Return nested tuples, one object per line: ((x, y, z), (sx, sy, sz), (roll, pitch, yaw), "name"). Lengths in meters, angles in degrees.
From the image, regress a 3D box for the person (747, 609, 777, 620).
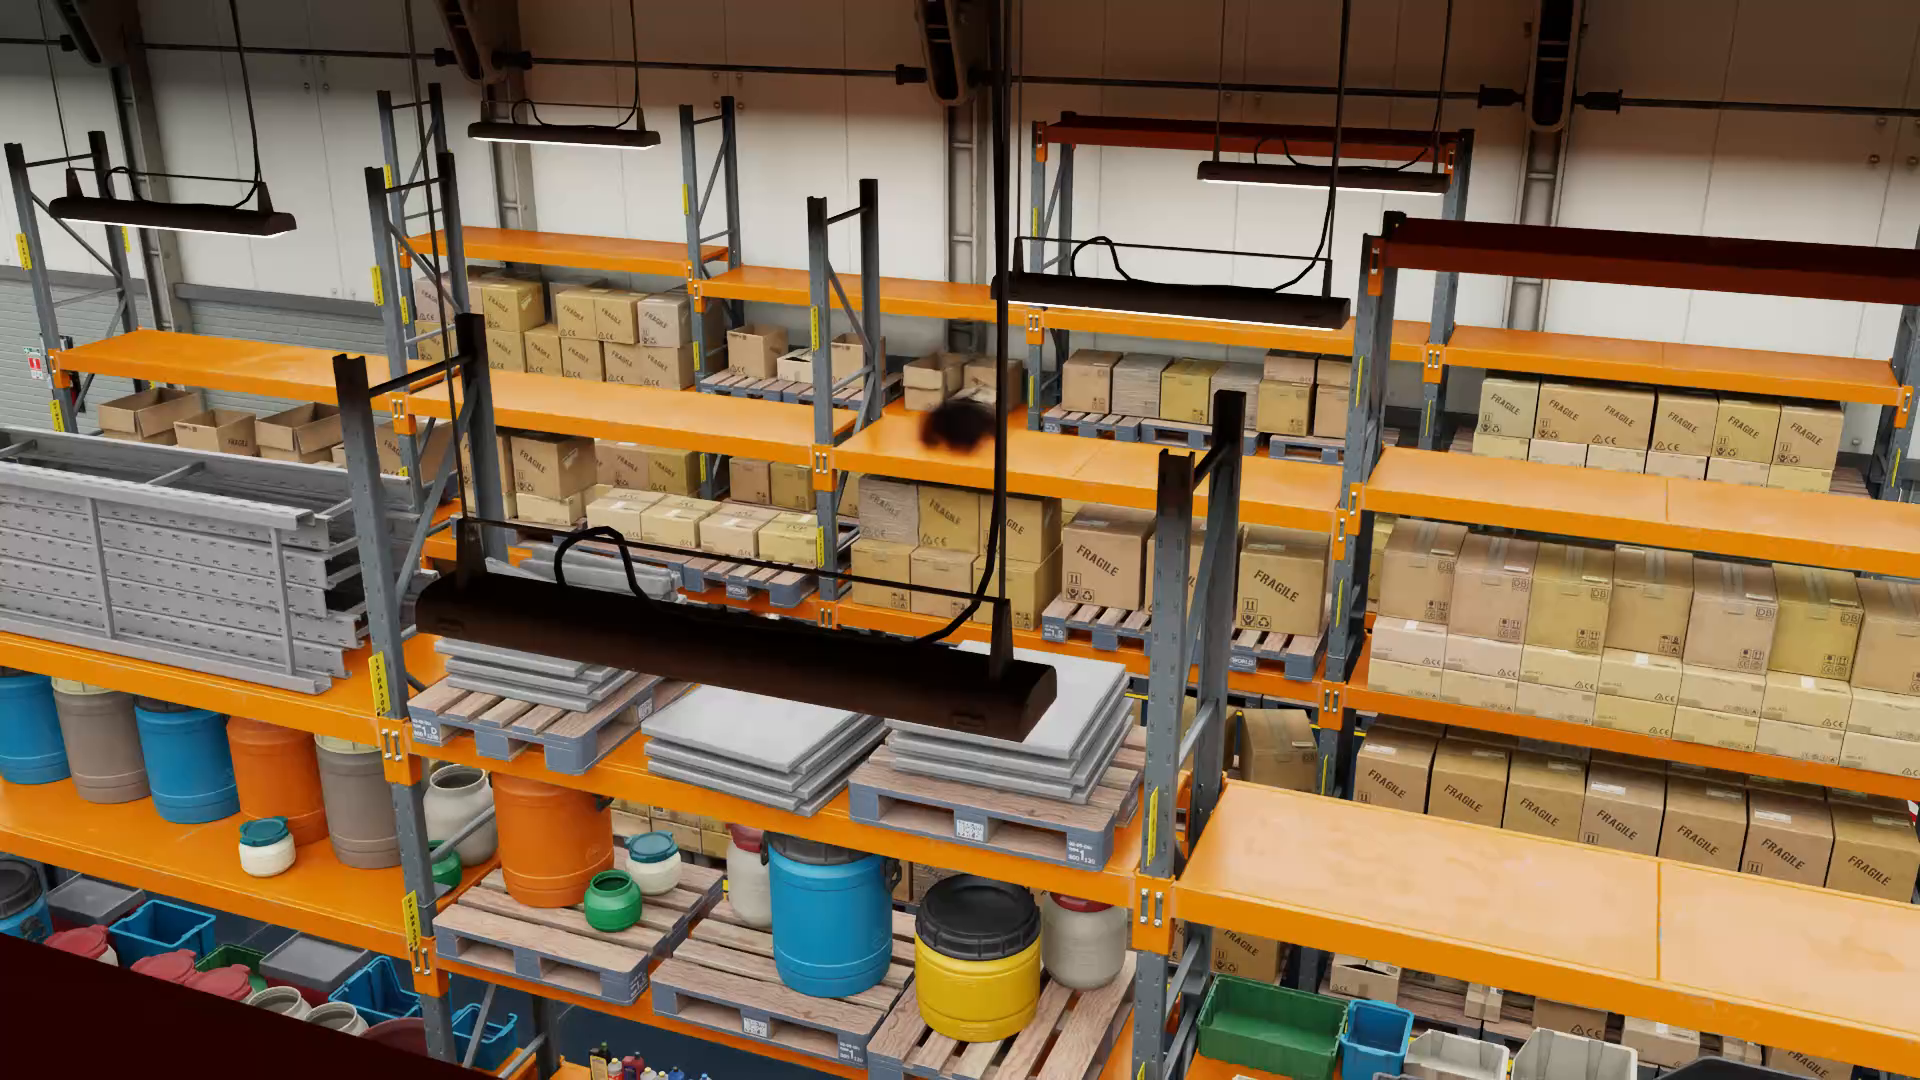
((-1.869, 1.346, 16.498), (0.649, 1.740, 0.634), (-4, 21, -11), "person")
